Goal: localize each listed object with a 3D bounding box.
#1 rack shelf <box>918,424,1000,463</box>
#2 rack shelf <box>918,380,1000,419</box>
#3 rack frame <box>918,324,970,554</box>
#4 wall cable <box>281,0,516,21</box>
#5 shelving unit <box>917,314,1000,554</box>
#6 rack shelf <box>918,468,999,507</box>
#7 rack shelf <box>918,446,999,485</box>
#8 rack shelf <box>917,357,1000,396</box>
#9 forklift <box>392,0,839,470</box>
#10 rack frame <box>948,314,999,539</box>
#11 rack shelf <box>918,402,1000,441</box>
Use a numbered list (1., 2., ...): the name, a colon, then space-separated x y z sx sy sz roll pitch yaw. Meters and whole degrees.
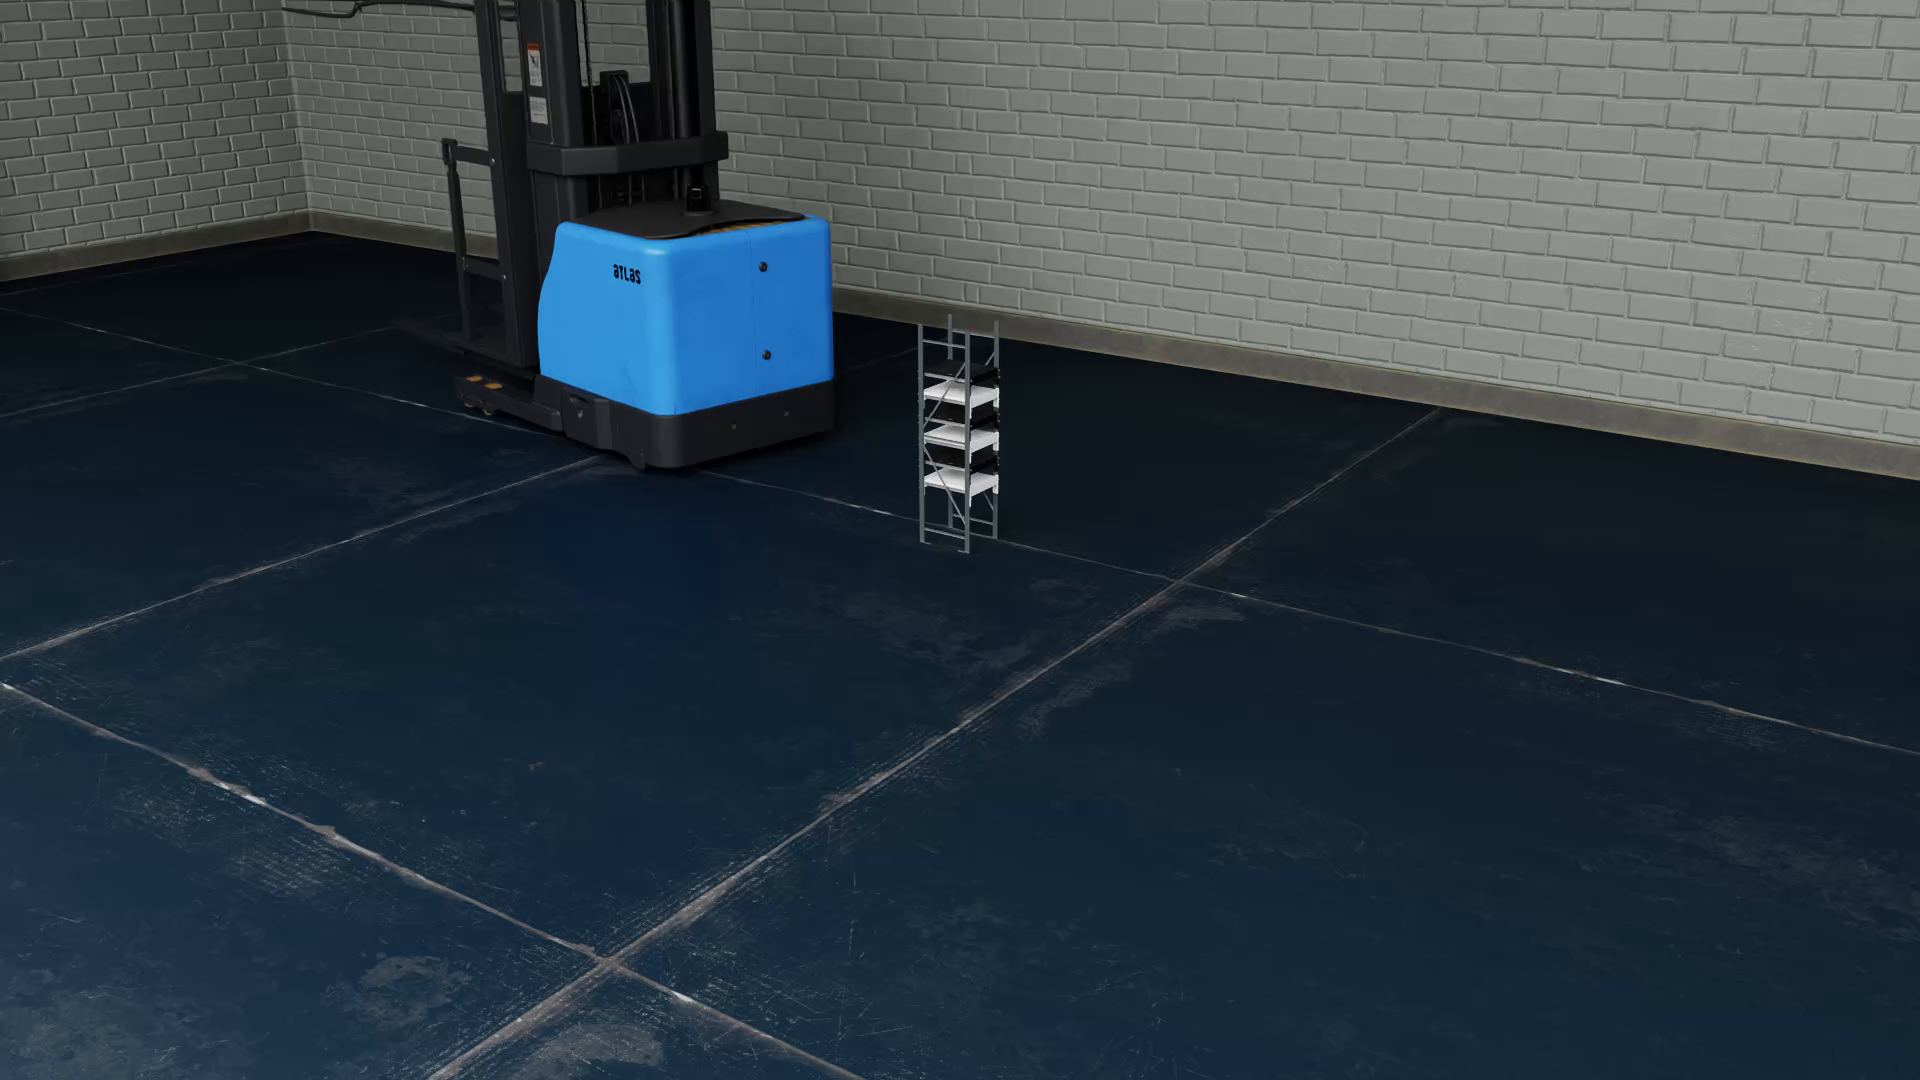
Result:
1. rack shelf: -0.005 -0.388 6.614 0.258 0.077 0.200 13 24 32
2. rack shelf: -0.005 -0.557 6.552 0.258 0.077 0.200 13 24 32
3. rack frame: -0.062 -0.391 6.524 0.240 0.900 0.006 13 24 32
4. wall cable: -4.122 -5.010 11.815 3.097 2.526 0.112 13 24 32
5. shelving unit: -0.005 -0.420 6.603 0.258 0.900 0.210 13 24 32
6. rack shelf: -0.005 -0.220 6.677 0.258 0.077 0.200 13 24 32
7. rack shelf: -0.005 -0.304 6.645 0.258 0.077 0.200 13 24 32
8. rack shelf: -0.005 -0.642 6.520 0.258 0.077 0.200 13 24 32
9. forklift: -1.965 -2.117 8.264 1.130 2.935 3.031 -18 27 -40
10. rack frame: 0.053 -0.449 6.681 0.240 0.900 0.006 13 24 32
11. rack shelf: -0.005 -0.473 6.583 0.258 0.077 0.200 13 24 32
